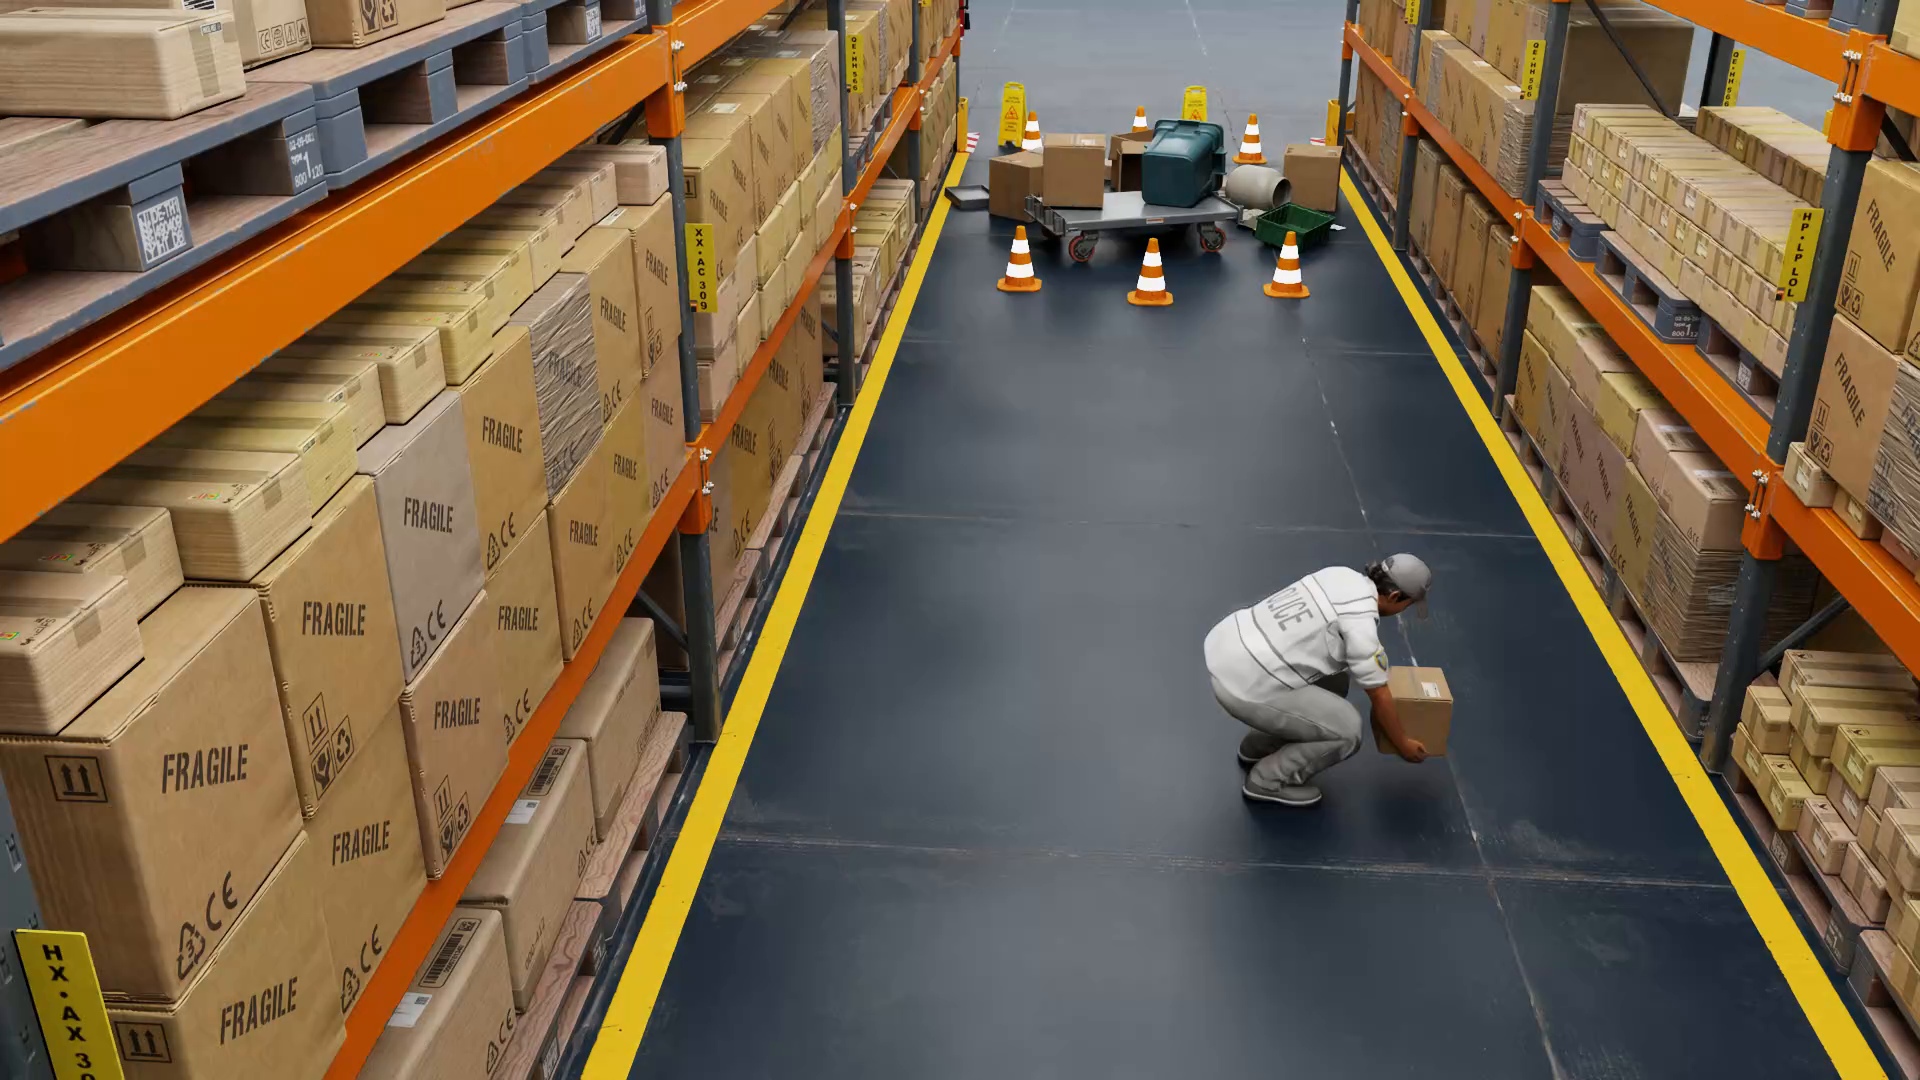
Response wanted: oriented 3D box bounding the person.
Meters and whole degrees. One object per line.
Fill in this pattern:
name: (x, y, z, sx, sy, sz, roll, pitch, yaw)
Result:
person: (1.361, 0.504, 6.361, 0.852, 0.959, 0.527, 2, 25, 4)
